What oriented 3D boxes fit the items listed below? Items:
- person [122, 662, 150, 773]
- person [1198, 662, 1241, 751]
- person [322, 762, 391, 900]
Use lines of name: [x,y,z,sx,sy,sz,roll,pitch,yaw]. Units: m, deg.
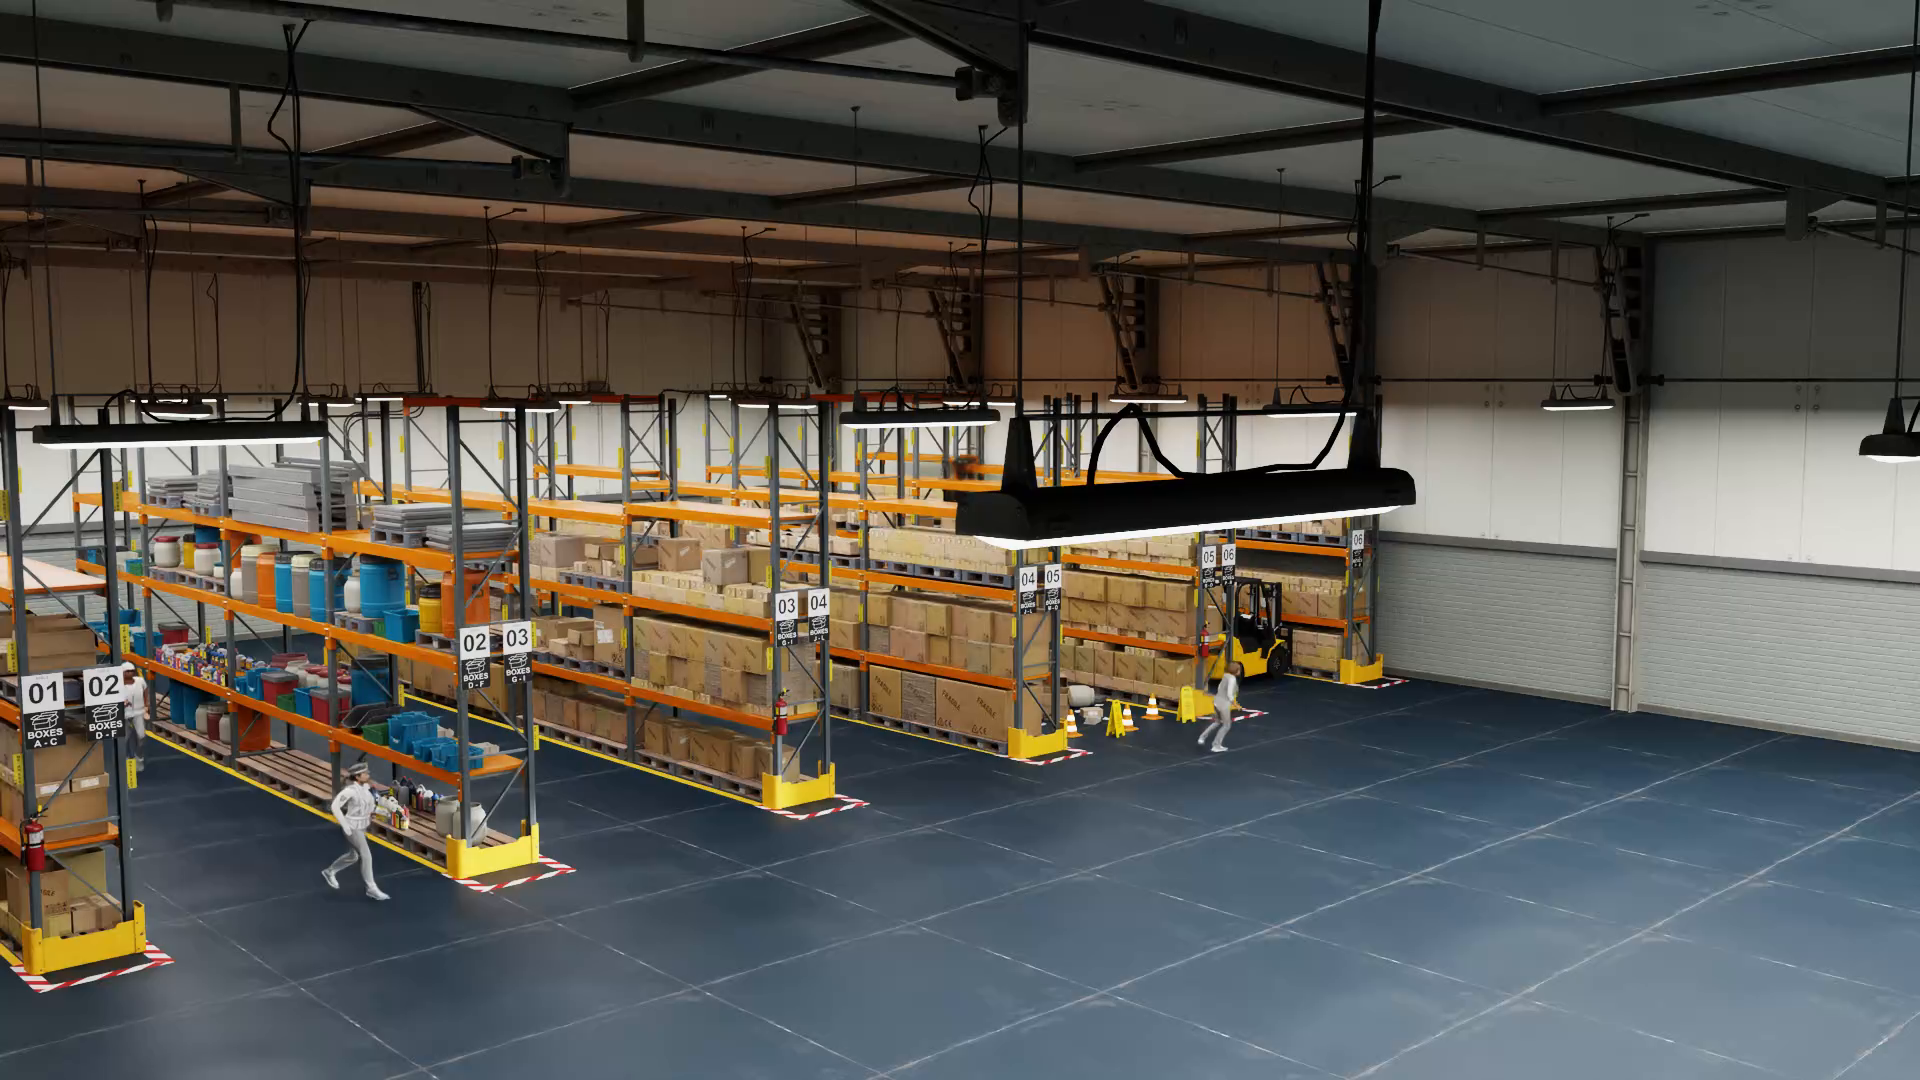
person: [-13.401,2.863,26.860,0.653,1.811,0.833,-4,7,-36]
person: [4.423,2.839,28.308,0.690,1.531,0.521,-1,6,-11]
person: [-7.412,3.539,20.312,0.889,1.693,0.589,1,6,7]
